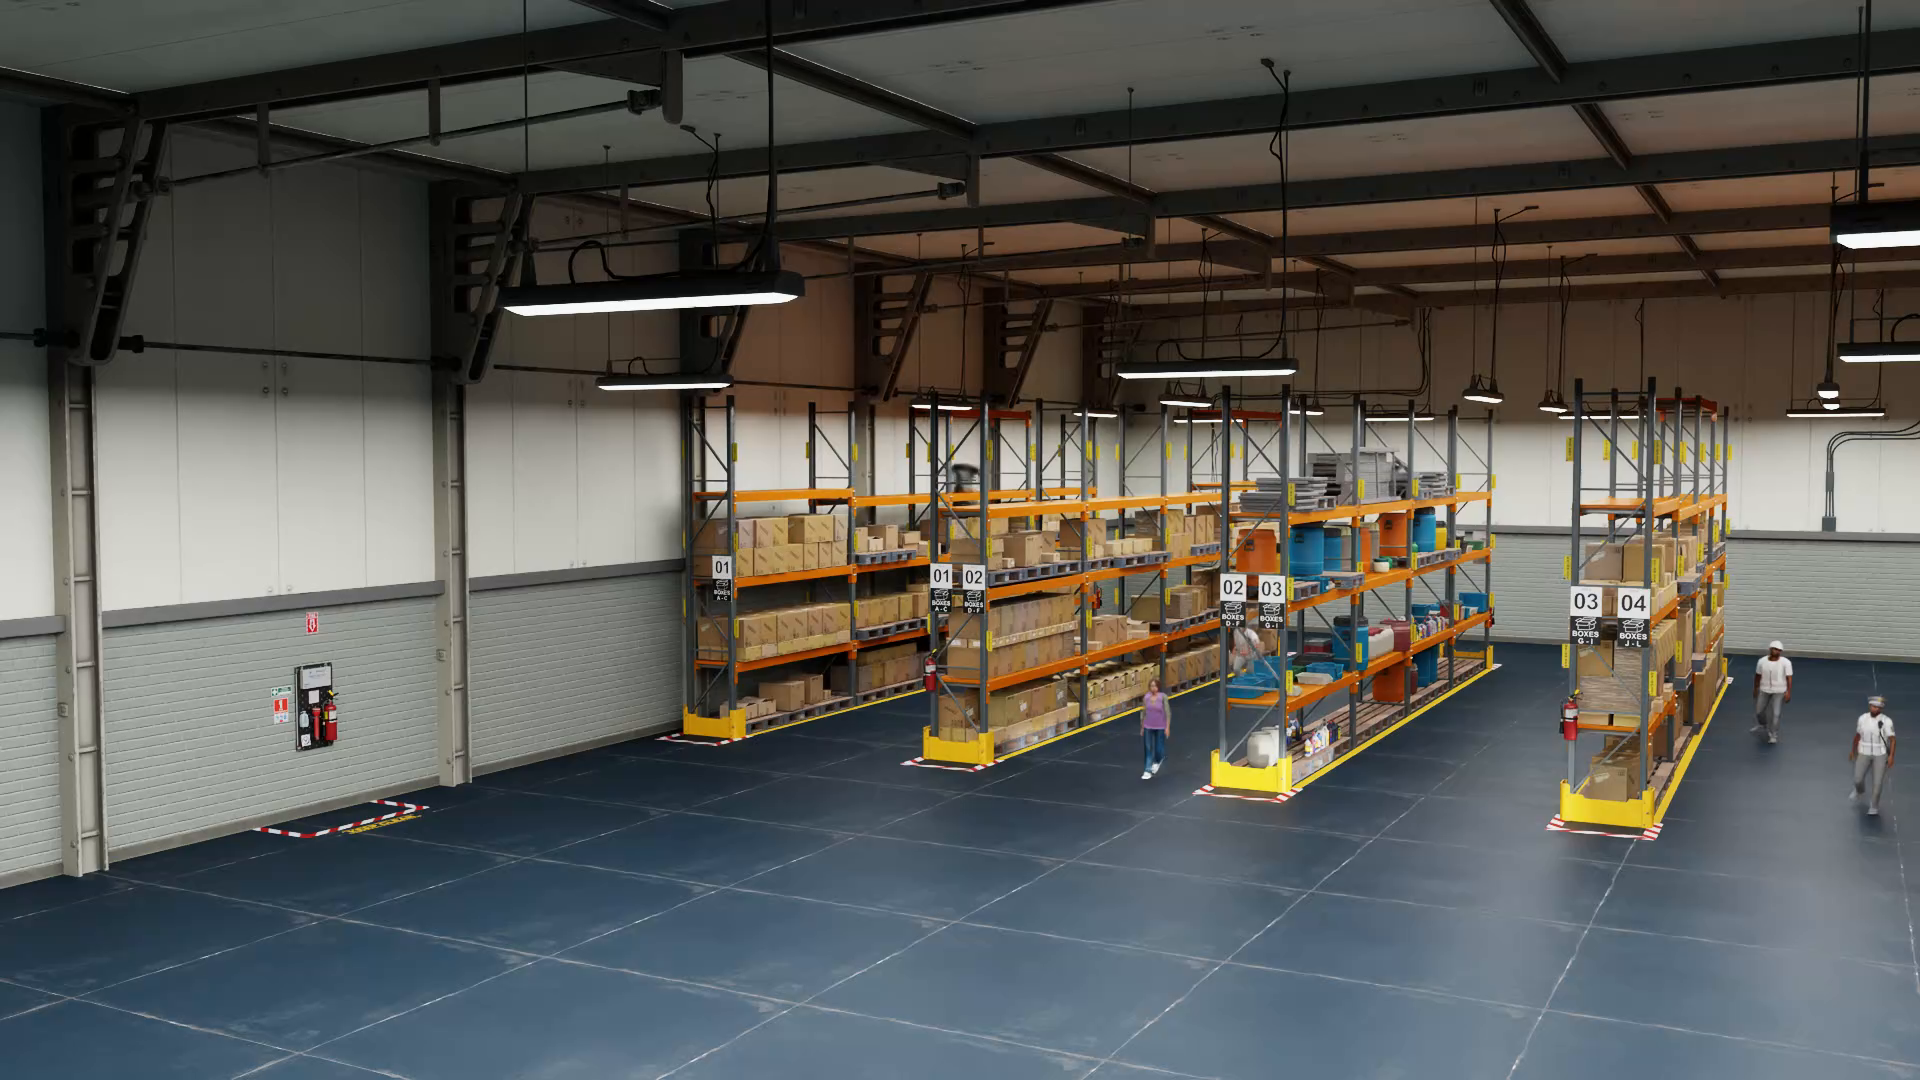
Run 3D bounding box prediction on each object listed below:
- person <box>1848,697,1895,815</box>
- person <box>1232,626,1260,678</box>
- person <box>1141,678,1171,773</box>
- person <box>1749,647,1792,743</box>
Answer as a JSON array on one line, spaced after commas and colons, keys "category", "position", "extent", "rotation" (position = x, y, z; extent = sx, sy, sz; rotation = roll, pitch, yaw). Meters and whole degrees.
[{"category": "person", "position": [12.649, 2.963, 23.080], "extent": [0.601, 1.650, 0.576], "rotation": [2, 4, 39]}, {"category": "person", "position": [5.991, 2.357, 34.548], "extent": [0.657, 1.436, 1.036], "rotation": [2, 3, 29]}, {"category": "person", "position": [2.992, 2.854, 25.353], "extent": [0.464, 1.475, 0.449], "rotation": [1, 3, 19]}, {"category": "person", "position": [14.017, 2.625, 28.745], "extent": [0.720, 1.721, 0.582], "rotation": [2, 4, 39]}]
